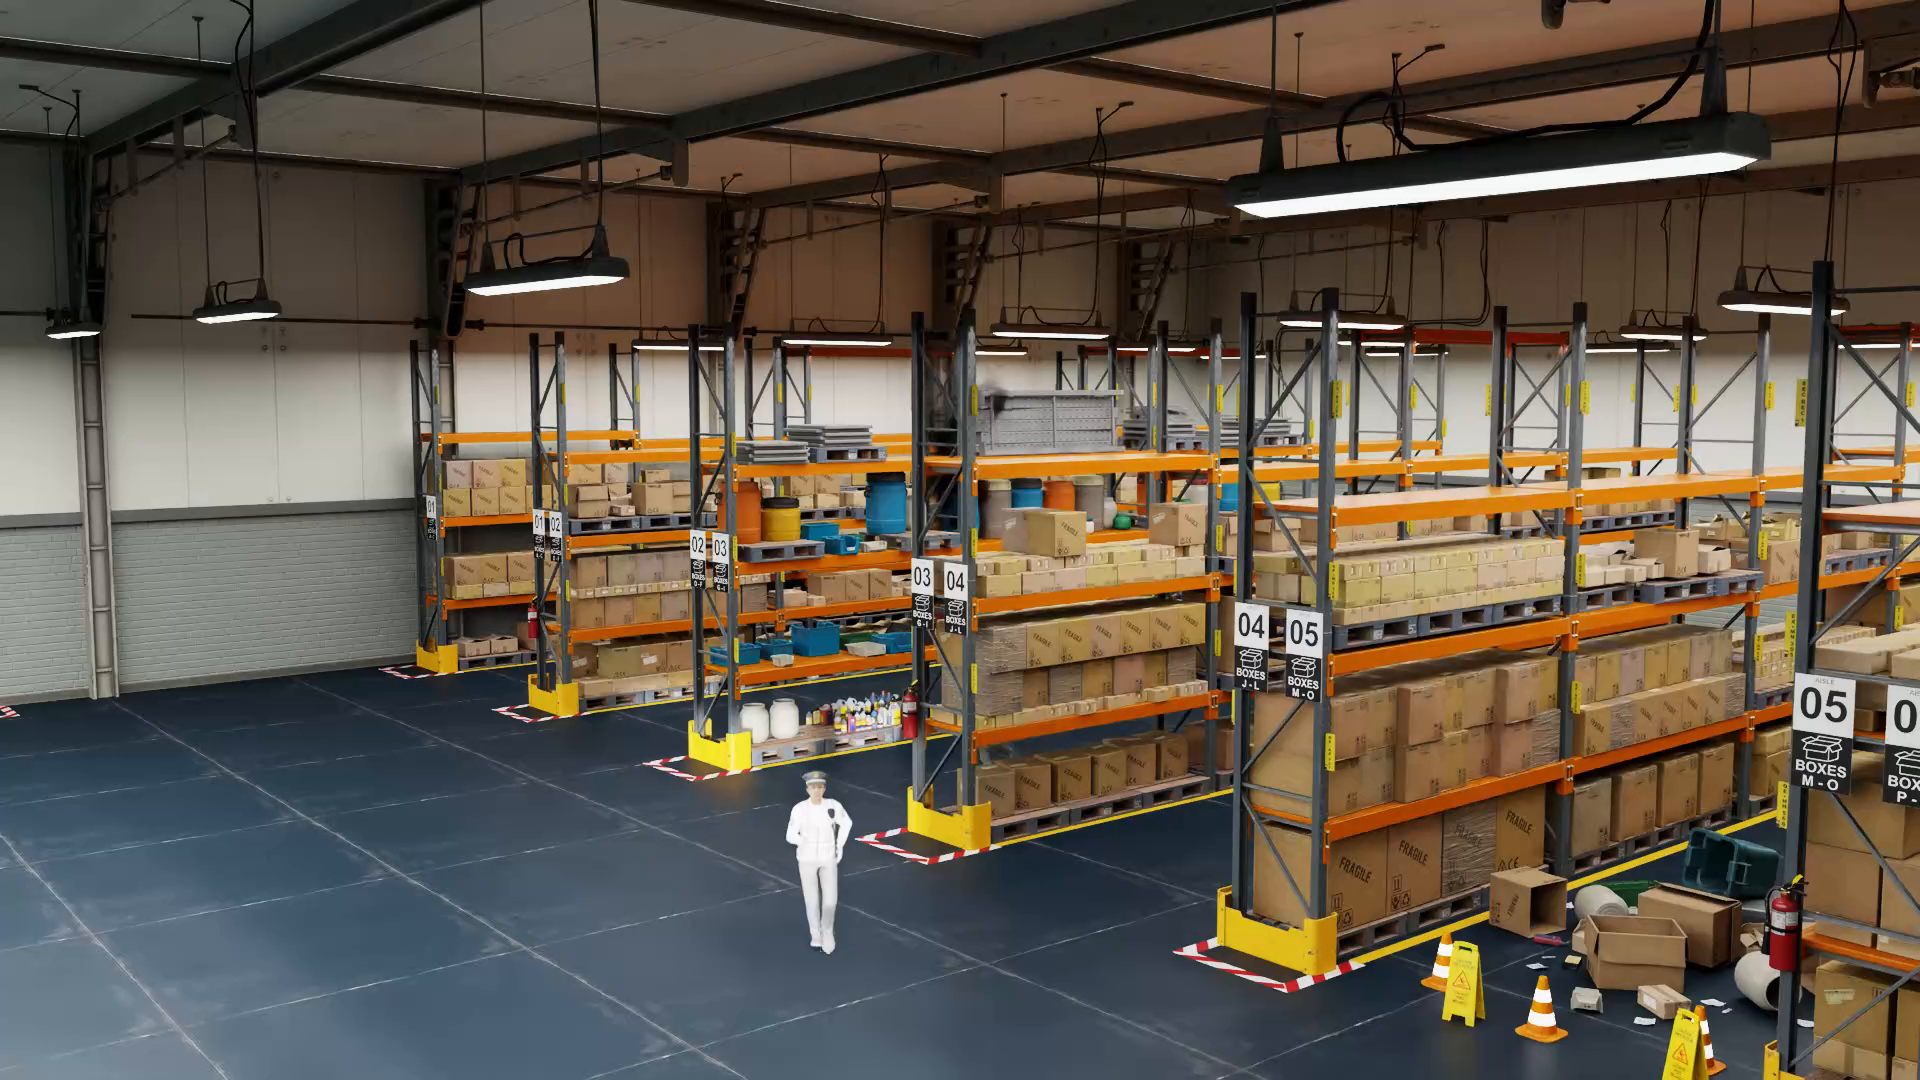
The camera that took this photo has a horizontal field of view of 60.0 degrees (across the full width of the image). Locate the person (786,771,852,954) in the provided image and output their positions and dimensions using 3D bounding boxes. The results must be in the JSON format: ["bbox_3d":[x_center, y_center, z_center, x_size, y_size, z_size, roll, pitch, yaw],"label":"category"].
[{"bbox_3d":[-1.276,2.935,15.105,0.598,1.684,0.627,0,5,-5],"label":"person"}]

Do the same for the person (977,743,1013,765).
[{"bbox_3d":[0.416,2.279,21.837,0.614,1.641,0.560,5,7,40],"label":"person"}]
